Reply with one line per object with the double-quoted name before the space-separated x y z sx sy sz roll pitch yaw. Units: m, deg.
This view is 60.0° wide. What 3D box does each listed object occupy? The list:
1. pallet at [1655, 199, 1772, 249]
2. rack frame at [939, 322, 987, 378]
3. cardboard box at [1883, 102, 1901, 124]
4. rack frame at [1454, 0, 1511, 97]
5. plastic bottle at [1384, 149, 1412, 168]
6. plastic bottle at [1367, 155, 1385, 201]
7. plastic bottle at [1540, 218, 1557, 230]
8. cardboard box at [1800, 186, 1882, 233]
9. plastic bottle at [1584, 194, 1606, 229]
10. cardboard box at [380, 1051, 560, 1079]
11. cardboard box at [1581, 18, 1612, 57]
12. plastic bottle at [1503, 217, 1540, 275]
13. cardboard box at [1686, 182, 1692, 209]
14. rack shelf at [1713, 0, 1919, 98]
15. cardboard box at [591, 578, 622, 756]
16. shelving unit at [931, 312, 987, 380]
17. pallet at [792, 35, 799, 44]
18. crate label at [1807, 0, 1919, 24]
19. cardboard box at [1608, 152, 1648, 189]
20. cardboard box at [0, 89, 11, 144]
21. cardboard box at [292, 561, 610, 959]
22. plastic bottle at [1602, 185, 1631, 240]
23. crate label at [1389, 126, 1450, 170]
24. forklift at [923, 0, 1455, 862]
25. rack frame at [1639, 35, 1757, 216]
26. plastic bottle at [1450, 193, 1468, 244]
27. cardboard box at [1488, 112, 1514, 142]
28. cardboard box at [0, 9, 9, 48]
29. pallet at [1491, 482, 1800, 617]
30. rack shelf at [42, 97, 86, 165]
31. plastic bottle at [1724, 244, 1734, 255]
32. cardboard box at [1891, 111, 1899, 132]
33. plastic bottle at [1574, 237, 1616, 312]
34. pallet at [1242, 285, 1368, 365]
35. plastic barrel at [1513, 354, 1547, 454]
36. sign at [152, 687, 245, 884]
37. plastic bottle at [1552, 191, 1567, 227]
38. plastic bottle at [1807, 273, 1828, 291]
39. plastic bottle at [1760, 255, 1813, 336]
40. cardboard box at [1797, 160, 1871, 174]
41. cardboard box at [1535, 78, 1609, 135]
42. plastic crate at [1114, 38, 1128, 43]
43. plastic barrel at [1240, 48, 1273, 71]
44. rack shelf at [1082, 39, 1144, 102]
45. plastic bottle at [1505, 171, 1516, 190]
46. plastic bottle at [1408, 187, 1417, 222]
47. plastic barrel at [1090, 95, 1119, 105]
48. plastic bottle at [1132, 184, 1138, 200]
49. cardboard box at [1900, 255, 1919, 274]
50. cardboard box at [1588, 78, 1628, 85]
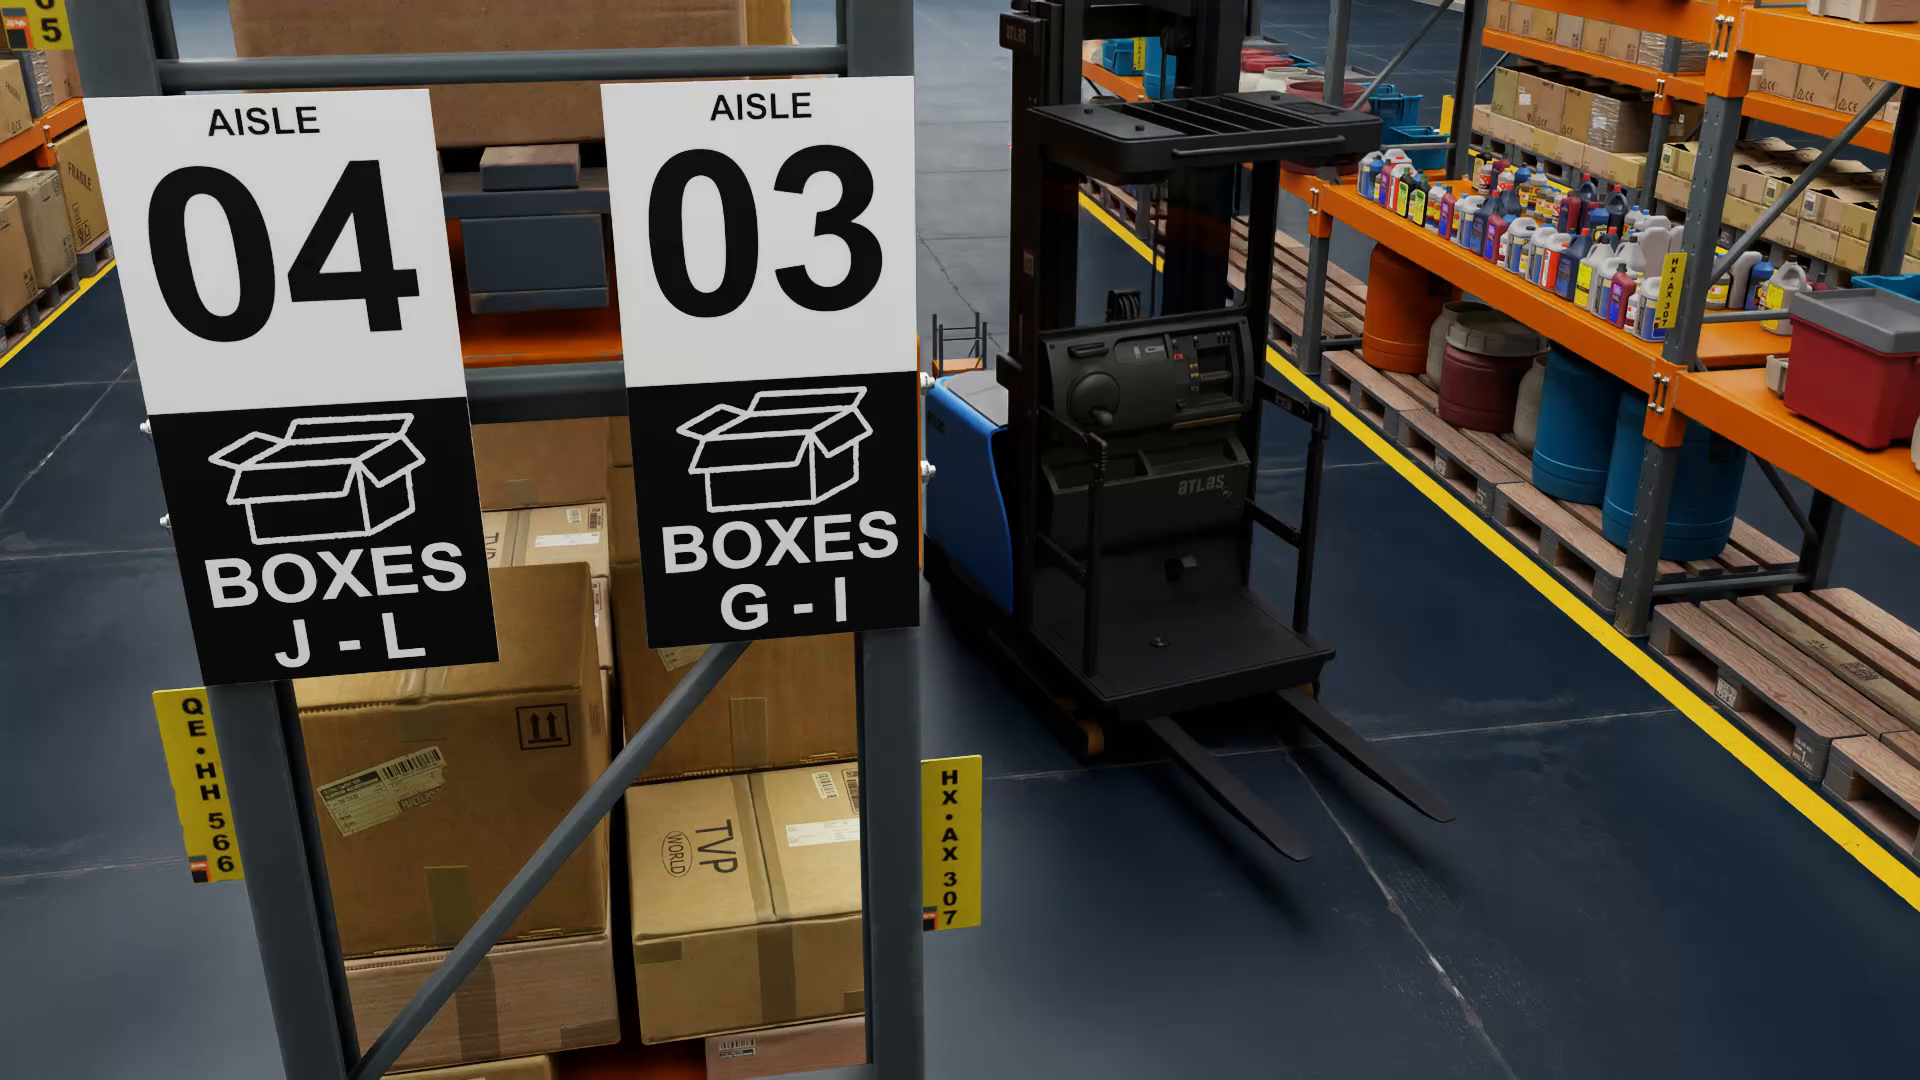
"pallet" 7.131 -2.921 15.175 1.003 0.211 1.213 -4 24 -10
"rack frame" 0.014 -0.520 8.440 0.240 1.200 0.006 -4 24 -10
"cardboard box" 7.404 -3.295 12.861 0.380 0.149 0.250 -3 24 -6
"rack frame" 6.216 -6.059 18.876 1.000 3.000 0.127 -4 24 -10
"plastic bottle" 2.739 -2.308 10.442 0.152 0.276 0.135 -4 24 -10
"plastic bottle" 2.584 -2.247 10.308 0.097 0.271 0.097 0 24 0
"plastic bottle" 3.067 -1.549 8.710 0.097 0.271 0.097 0 24 0
"cardboard box" 7.164 -2.693 13.378 0.500 0.311 0.500 -4 24 -10
"plastic bottle" 3.531 -1.787 9.241 0.061 0.283 0.133 -4 24 -10
"cardboard box" -0.951 0.965 3.107 0.380 0.149 0.250 -4 24 -9
"cardboard box" 6.675 -5.111 16.579 0.700 0.500 0.500 -4 24 -9
"plastic bottle" 2.948 -1.535 8.671 0.152 0.276 0.135 -4 24 -10
"cardboard box" 6.880 -3.040 14.874 0.500 0.250 0.500 -4 24 -8
"rack shelf" 3.936 -1.233 4.975 1.077 0.370 4.000 -4 24 -10
"cardboard box" -1.099 0.327 4.069 0.500 0.250 0.500 -5 24 -12
"shelving unit" -0.003 -0.556 8.523 0.258 1.200 0.189 -4 24 -10
"pallet" -0.938 -1.140 3.976 1.003 0.211 1.213 -4 24 -10
"crate label" 3.373 -2.014 6.196 0.293 0.136 0.466 -4 24 -10
"cardboard box" 6.655 -3.585 16.121 0.500 0.250 0.500 -4 24 -10
"cardboard box" -7.221 -3.089 11.949 0.500 0.500 0.500 -5 24 -10
"cardboard box" -0.910 0.382 3.006 0.500 0.500 0.500 -4 24 -9
"plastic bottle" 3.580 -1.757 9.087 0.144 0.351 0.185 -4 24 -10
"crate label" 3.117 -2.664 11.312 0.303 0.233 0.416 -4 24 -10
"forklift" 0.865 -0.652 6.580 1.130 2.935 3.031 -10 25 -21
"rack frame" 6.956 -4.486 15.274 1.000 3.000 0.127 -4 24 -10
"plastic bottle" 2.797 -1.793 9.268 0.097 0.271 0.097 0 24 0
"cardboard box" 6.193 -4.568 18.372 0.500 0.250 0.500 -4 24 -10
"cardboard box" -7.708 -4.138 12.941 0.875 0.550 0.550 -4 24 -10
"pallet" 3.465 -0.003 8.493 1.003 0.211 1.213 -4 24 -10
"rack shelf" -8.043 -3.884 14.794 1.077 0.370 4.000 -4 24 -10
"plastic bottle" 3.793 -1.317 8.179 0.097 0.271 0.097 0 24 0
"cardboard box" 7.258 -3.131 12.485 0.380 0.149 0.250 -4 24 -10
"plastic bottle" 3.075 -1.289 8.015 0.144 0.351 0.185 -4 24 -10
"pallet" 2.722 -1.577 12.098 1.003 0.211 1.213 -4 24 -10
"plastic barrel" 3.335 -0.749 9.301 0.421 0.512 0.421 0 24 0
"sign" -1.097 0.361 2.433 0.100 0.325 0.005 -4 24 -10
"plastic bottle" 3.493 -1.924 9.655 0.097 0.201 0.097 0 24 0
"plastic bottle" 3.918 -1.097 7.659 0.061 0.283 0.133 -4 24 -10
"plastic bottle" 3.813 -1.130 7.651 0.144 0.351 0.185 -4 24 -10
"cardboard box" 7.505 -3.137 14.394 0.500 0.311 0.500 -4 24 -10
"cardboard box" 6.372 -4.518 17.321 0.500 0.500 0.500 -4 24 -10
"plastic crate" 1.849 -5.196 17.084 0.499 0.251 0.408 -4 24 -10
"plastic barrel" 2.184 -3.502 12.851 0.433 0.535 0.433 0 24 0
"rack shelf" 1.718 -4.578 16.383 1.077 0.370 4.000 -4 24 -10
"plastic bottle" 3.385 -2.153 10.181 0.097 0.201 0.097 0 24 0
"plastic bottle" 2.694 -1.980 9.785 0.097 0.201 0.097 0 24 0
"plastic barrel" 1.544 -4.493 17.874 0.421 0.512 0.421 0 24 0
"plastic bottle" 1.685 -3.341 15.411 0.144 0.351 0.185 -5 24 -11
"cardboard box" 7.359 -2.034 12.570 0.500 0.250 0.500 -4 24 -8
"cardboard box" 6.898 -4.558 17.411 0.500 0.500 0.500 -4 24 -10
